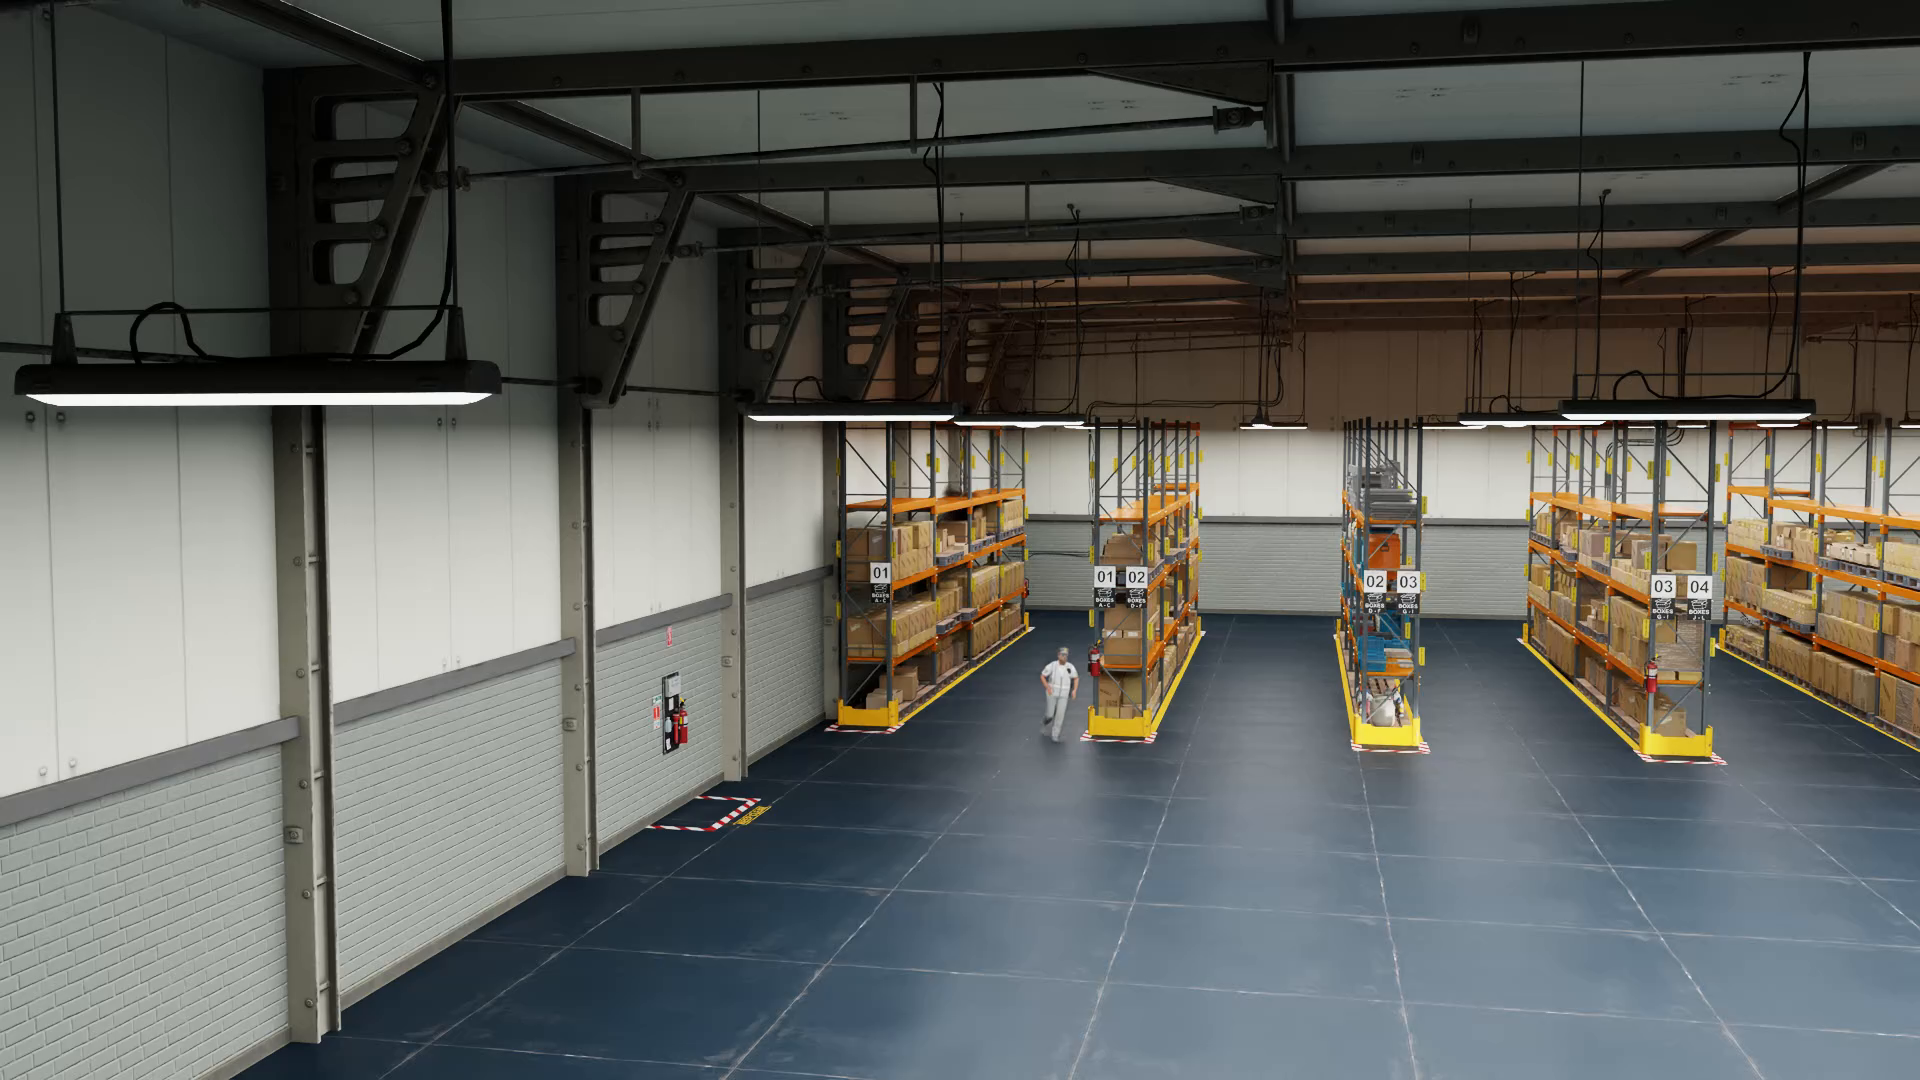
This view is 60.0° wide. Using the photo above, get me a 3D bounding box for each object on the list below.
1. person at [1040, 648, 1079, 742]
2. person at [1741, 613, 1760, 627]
[{"bbox_3d":[1.871,2.858,30.869,0.726,1.735,0.747,-1,4,-8],"label":"person"},{"bbox_3d":[21.655,1.883,45.544,0.889,1.766,0.655,-1,4,-17],"label":"person"}]
